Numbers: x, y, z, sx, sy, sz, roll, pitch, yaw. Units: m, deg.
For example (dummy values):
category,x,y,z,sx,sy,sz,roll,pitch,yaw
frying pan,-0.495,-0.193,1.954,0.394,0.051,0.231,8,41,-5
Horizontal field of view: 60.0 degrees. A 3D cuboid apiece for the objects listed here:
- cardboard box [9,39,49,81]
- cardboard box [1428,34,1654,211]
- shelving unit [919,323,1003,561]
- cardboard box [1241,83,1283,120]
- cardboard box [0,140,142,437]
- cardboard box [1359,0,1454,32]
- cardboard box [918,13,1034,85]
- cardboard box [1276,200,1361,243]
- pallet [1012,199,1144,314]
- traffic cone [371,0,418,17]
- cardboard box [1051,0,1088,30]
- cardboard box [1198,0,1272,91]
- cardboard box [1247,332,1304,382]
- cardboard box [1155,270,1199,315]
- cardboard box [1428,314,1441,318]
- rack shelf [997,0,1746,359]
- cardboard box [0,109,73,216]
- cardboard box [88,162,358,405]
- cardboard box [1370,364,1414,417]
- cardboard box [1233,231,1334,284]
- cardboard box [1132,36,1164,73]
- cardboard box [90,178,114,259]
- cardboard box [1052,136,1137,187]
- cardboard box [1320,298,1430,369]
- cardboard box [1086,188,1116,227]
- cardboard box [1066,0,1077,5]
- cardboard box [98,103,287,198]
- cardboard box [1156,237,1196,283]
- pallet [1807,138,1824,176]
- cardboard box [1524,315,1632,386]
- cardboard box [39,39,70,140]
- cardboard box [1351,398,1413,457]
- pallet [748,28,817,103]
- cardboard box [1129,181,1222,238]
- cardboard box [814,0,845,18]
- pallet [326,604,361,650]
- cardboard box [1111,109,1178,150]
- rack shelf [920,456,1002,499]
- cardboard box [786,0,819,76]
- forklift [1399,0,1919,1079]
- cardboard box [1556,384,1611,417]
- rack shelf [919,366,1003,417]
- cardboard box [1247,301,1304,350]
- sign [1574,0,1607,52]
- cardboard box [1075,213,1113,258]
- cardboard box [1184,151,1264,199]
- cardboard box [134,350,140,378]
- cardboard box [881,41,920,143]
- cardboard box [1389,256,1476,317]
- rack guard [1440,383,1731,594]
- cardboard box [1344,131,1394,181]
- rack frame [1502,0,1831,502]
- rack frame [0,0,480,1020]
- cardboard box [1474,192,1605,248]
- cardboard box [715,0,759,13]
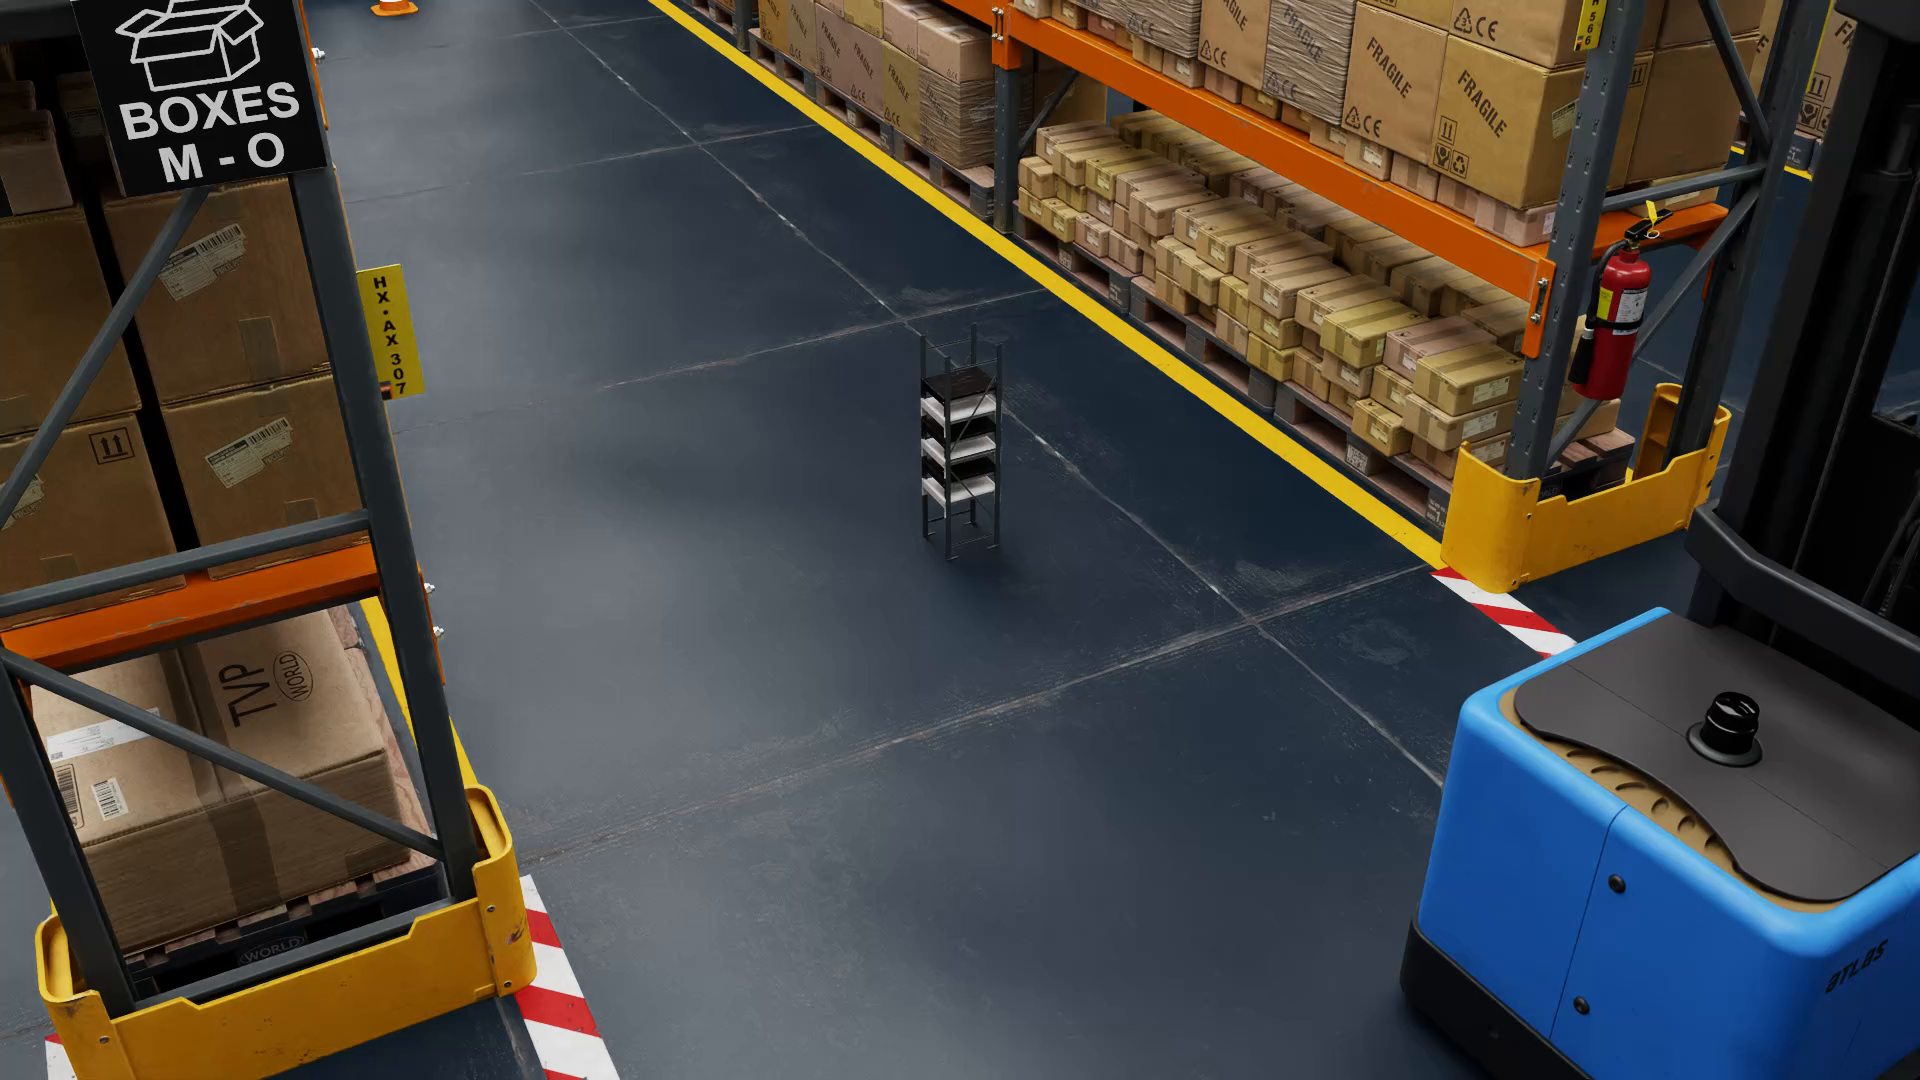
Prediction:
category,x,y,z,sx,sy,sz,roll,pitch,yaw
cardboard box,-2.625,-1.289,4.360,0.380,0.149,0.250,-16,36,-24
cardboard box,2.089,-1.552,6.023,0.500,0.500,0.500,-15,36,-22
shelving unit,0.004,-0.375,6.501,0.258,0.900,0.210,-16,36,-23
cardboard box,1.463,-1.973,7.281,0.380,0.149,0.250,-15,36,-22
cardboard box,-2.241,-0.575,3.847,0.500,0.500,0.500,-15,35,-22
cardboard box,1.856,-2.221,6.140,0.500,0.500,0.500,-17,36,-25
cardboard box,0.090,-2.875,9.690,0.500,0.250,0.500,-17,36,-24
cardboard box,1.749,-1.516,8.038,0.380,0.149,0.250,-16,36,-23
pallet,1.005,-1.658,9.142,1.003,0.211,1.213,-16,36,-23
traffic cone,-4.564,-4.473,13.303,0.336,0.463,0.334,-16,36,-23
cardboard box,0.690,-2.716,8.441,0.380,0.149,0.250,-15,36,-22
cardboard box,1.385,-2.279,7.158,0.500,0.500,0.500,-14,35,-21
cardboard box,1.539,-0.875,7.589,0.380,0.149,0.250,-18,37,-25
cardboard box,1.187,-1.256,8.184,0.380,0.149,0.250,-17,36,-24
cardboard box,2.215,-1.040,7.571,0.380,0.149,0.250,-15,35,-22
rack shelf,1.594,-1.886,7.580,1.077,0.370,4.000,-16,36,-23
cardboard box,-2.150,-0.798,3.595,0.380,0.149,0.250,-15,36,-22
cardboard box,-1.778,-0.705,4.051,0.500,0.500,0.500,-17,36,-24
cardboard box,1.953,-0.655,6.969,0.380,0.149,0.250,-17,36,-24
cardboard box,1.492,-1.284,7.675,0.380,0.149,0.250,-17,36,-25
cardboard box,1.042,-2.334,7.845,0.380,0.149,0.250,-15,36,-22
cardboard box,-2.506,-1.001,5.440,0.500,0.500,0.500,-15,35,-22
cardboard box,0.714,-2.008,8.805,0.380,0.149,0.250,-14,35,-21
cardboard box,1.755,-0.876,7.039,0.380,0.149,0.250,-17,36,-24
cardboard box,0.890,-1.786,8.735,0.380,0.149,0.250,-16,36,-23
cardboard box,0.669,-3.011,8.301,0.500,0.500,0.500,-17,36,-24
cardboard box,-1.727,-0.917,3.779,0.380,0.149,0.250,-15,36,-22
cardboard box,1.182,-1.383,8.106,0.380,0.149,0.250,-16,36,-23
pallet,5.954,-2.203,9.993,1.003,0.211,1.213,-16,36,-23
cardboard box,2.582,-0.797,6.915,0.380,0.149,0.250,-18,37,-25
cardboard box,-2.971,-1.294,4.970,0.500,0.500,0.500,-16,36,-23
cardboard box,1.887,-0.507,7.014,0.380,0.149,0.250,-15,35,-22
pallet,-0.841,-3.505,12.025,1.003,0.211,1.213,-16,36,-23
cardboard box,1.064,-1.639,8.229,0.380,0.149,0.250,-15,36,-22
cardboard box,-0.641,-3.621,10.854,0.500,0.250,0.500,-16,36,-23
pallet,-2.813,0.289,6.103,1.003,0.211,1.213,-16,36,-23
cardboard box,1.057,-2.266,9.208,0.380,0.149,0.250,-15,36,-22
rack shelf,0.004,-0.271,6.568,0.258,0.077,0.200,-16,36,-23
cardboard box,-0.862,-3.536,11.416,0.500,0.500,0.500,-15,36,-23
forklift,2.754,-0.142,4.254,3.031,2.935,1.130,-19,37,-27
cardboard box,2.509,-0.651,6.963,0.380,0.149,0.250,-14,35,-21
rack shelf,0.004,-0.574,6.374,0.258,0.077,0.200,-16,36,-23
cardboard box,1.531,-1.008,7.520,0.380,0.149,0.250,-15,36,-22
sign,2.026,-1.725,5.296,0.100,0.325,0.005,-16,36,-23
cardboard box,0.833,-1.633,8.771,0.380,0.149,0.250,-16,36,-23
cardboard box,1.386,-1.894,8.627,0.380,0.149,0.250,-15,35,-22
cardboard box,-2.734,-0.633,4.865,0.500,0.500,0.500,-15,36,-22
cardboard box,-0.146,-2.803,10.272,0.500,0.500,0.500,-17,36,-24
cardboard box,2.154,-1.148,7.464,0.380,0.149,0.250,-18,37,-25
rack guard,2.491,-0.218,6.627,1.175,0.500,0.348,-16,36,-23
cardboard box,1.771,-1.573,6.658,0.380,0.149,0.250,-15,36,-22
rack frame,2.526,-1.235,5.896,1.000,3.000,0.127,-16,36,-23
rack frame,-1.806,0.059,3.878,1.000,3.000,0.127,-16,36,-23
cardboard box,2.124,-1.213,6.096,0.380,0.149,0.250,-16,36,-23
cardboard box,-1.408,-4.595,12.838,1.050,0.750,0.750,-16,36,-24
